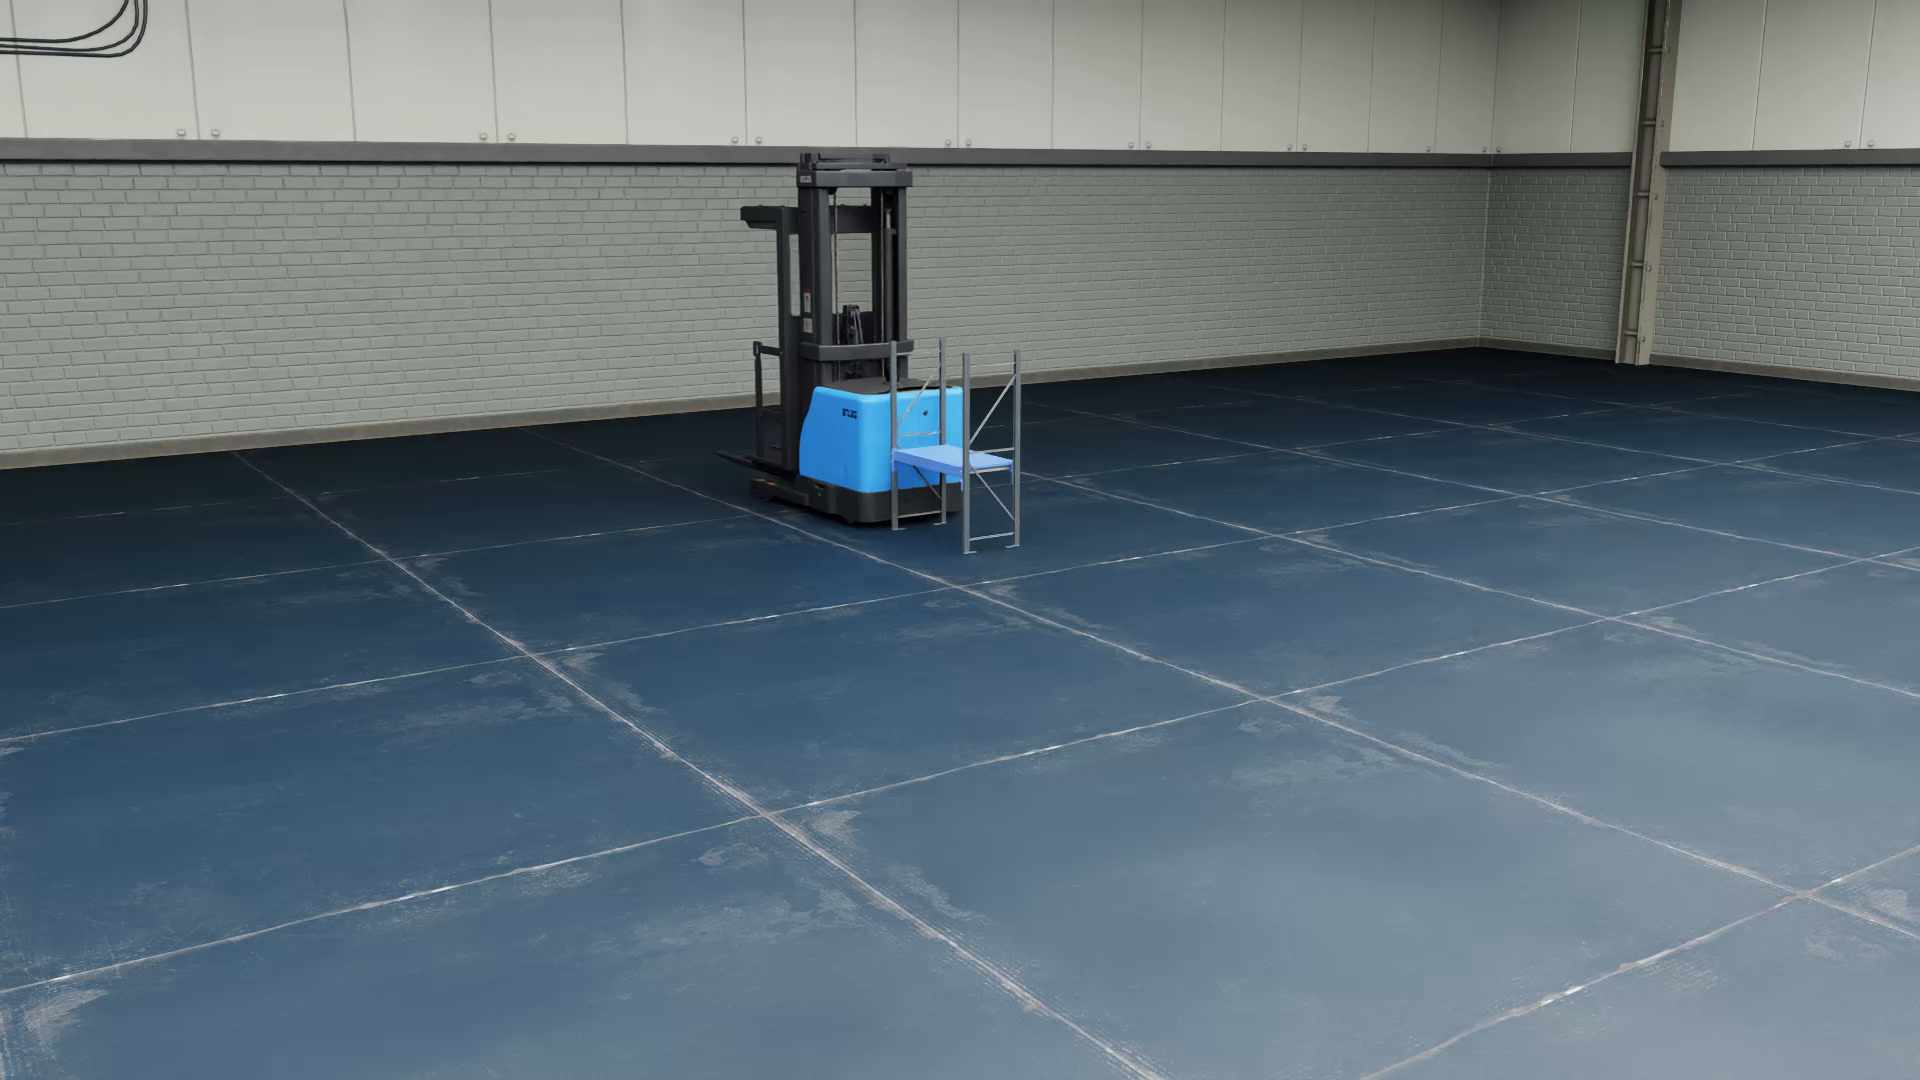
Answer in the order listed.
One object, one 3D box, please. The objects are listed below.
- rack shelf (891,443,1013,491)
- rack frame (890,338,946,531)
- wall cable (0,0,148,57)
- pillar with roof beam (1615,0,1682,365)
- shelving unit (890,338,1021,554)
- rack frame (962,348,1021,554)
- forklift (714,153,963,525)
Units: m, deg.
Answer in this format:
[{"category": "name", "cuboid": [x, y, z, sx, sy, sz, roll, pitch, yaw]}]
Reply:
[{"category": "rack shelf", "cuboid": [-0.047, -0.572, 12.809, 0.538, 0.185, 1.000, -8, 15, -33]}, {"category": "rack frame", "cuboid": [-0.329, -0.838, 13.184, 0.500, 1.500, 0.032, -8, 15, -33]}, {"category": "wall cable", "cuboid": [-8.722, -6.791, 14.889, 2.305, 6.003, 0.169, -8, 15, -33]}, {"category": "pillar with roof beam", "cuboid": [6.537, -6.547, 21.735, 9.100, 9.000, 0.400, -8, 15, -33]}, {"category": "shelving unit", "cuboid": [-0.047, -0.748, 12.771, 0.538, 1.500, 1.048, -8, 15, -33]}, {"category": "rack frame", "cuboid": [0.234, -0.657, 12.357, 0.500, 1.500, 0.032, -8, 15, -33]}, {"category": "forklift", "cuboid": [-1.181, -1.819, 14.320, 1.130, 2.935, 3.031, -8, 15, -34]}]
